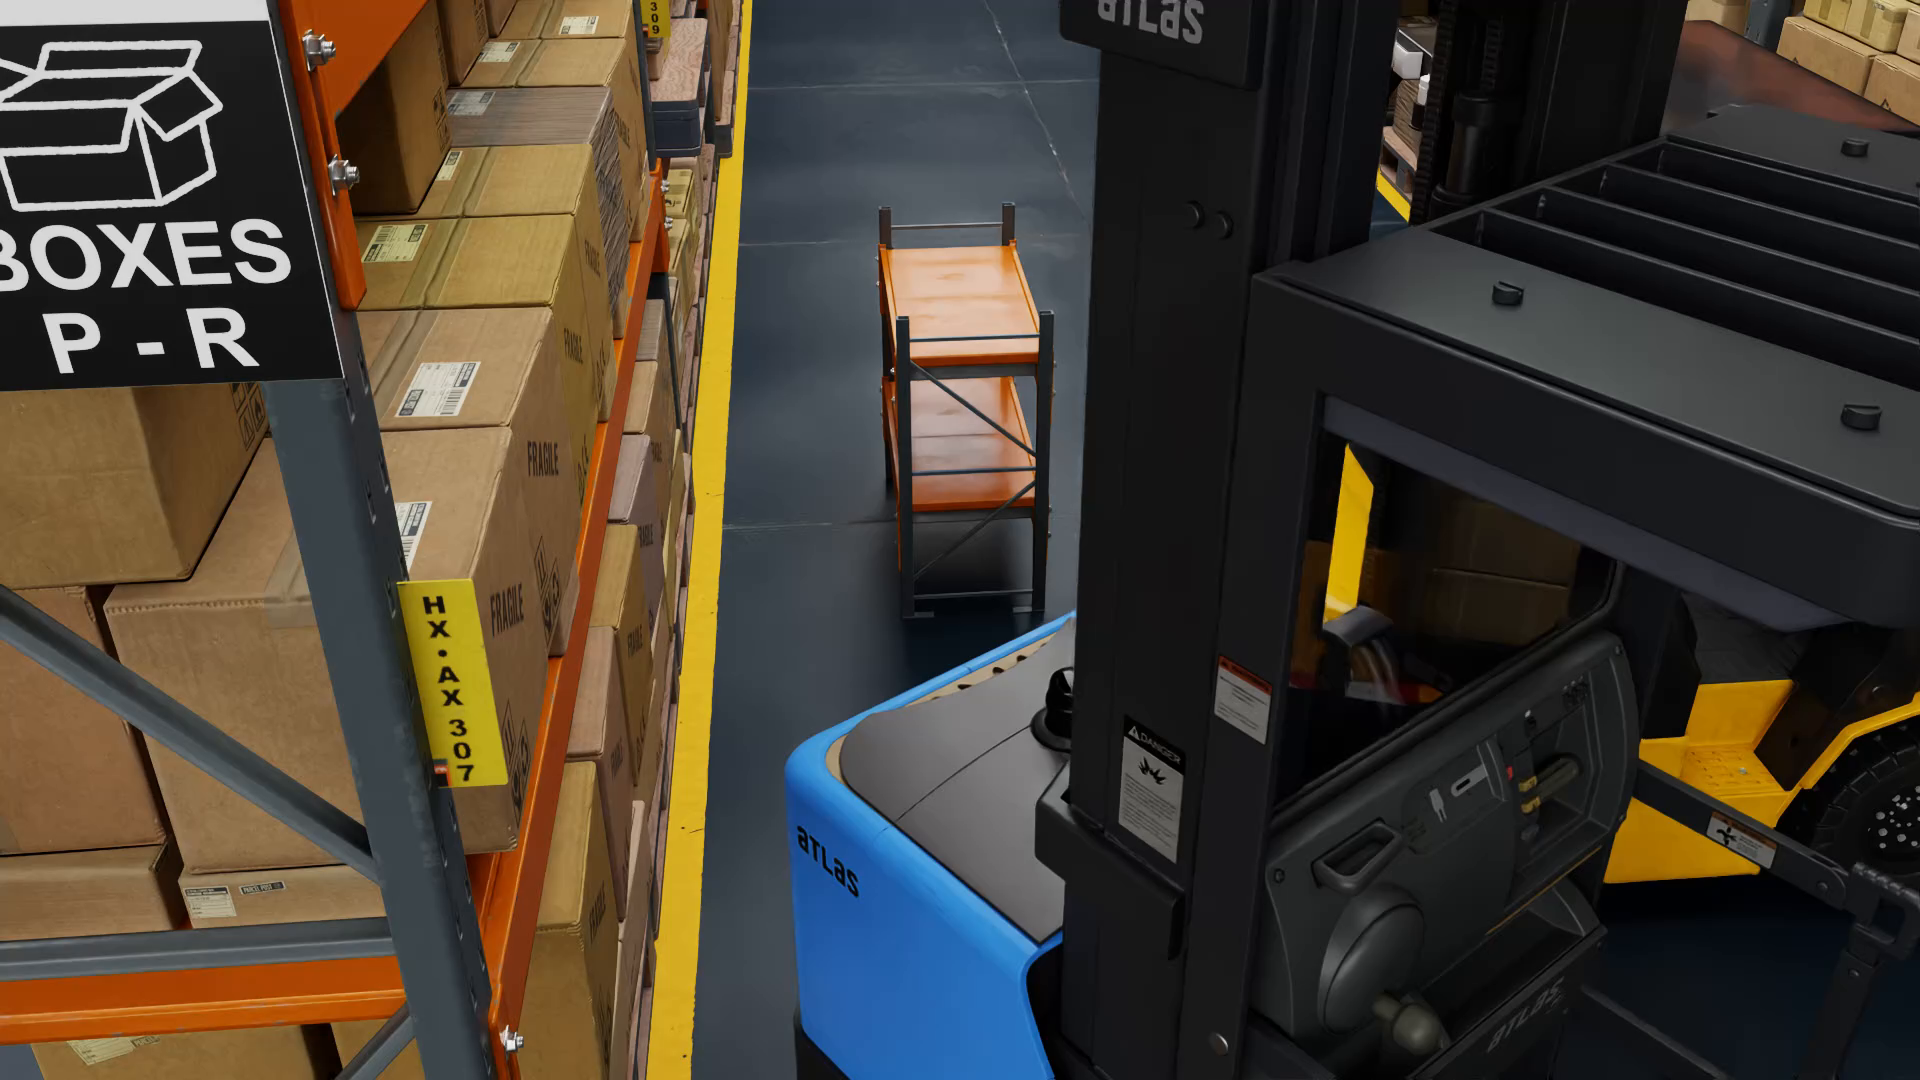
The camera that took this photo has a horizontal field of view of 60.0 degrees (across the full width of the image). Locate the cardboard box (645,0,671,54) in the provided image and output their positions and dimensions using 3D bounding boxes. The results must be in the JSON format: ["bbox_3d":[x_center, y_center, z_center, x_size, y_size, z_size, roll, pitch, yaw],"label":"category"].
[{"bbox_3d":[-1.332,-2.057,5.972,0.500,0.500,0.500,-2,31,-3],"label":"cardboard box"}]

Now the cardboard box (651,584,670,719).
[{"bbox_3d":[-1.148,0.367,4.982,0.500,0.250,0.500,-2,31,-4],"label":"cardboard box"}]

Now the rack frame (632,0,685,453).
[{"bbox_3d":[-1.574,-1.453,5.758,1.000,3.000,0.127,-3,31,-5],"label":"rack frame"}]

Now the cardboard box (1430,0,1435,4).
[{"bbox_3d":[3.208,-3.322,10.915,0.500,0.500,0.500,-3,31,-4],"label":"cardboard box"}]

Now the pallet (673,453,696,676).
[{"bbox_3d":[-1.476,0.085,5.902,1.003,0.211,1.213,-3,31,-5],"label":"pallet"}]

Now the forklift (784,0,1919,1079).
[{"bbox_3d":[0.947,0.519,2.523,1.130,2.935,3.031,-23,38,-33],"label":"forklift"}]

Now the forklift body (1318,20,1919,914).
[{"bbox_3d":[1.748,-0.167,4.432,2.313,2.155,1.214,-3,31,-5],"label":"forklift body"}]

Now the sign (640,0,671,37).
[{"bbox_3d":[-1.034,-1.855,5.586,0.100,0.325,0.005,-3,31,-5],"label":"sign"}]

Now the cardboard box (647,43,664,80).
[{"bbox_3d":[-1.311,-1.823,6.212,0.380,0.149,0.250,-2,31,-4],"label":"cardboard box"}]

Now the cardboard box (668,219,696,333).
[{"bbox_3d":[-1.696,-1.140,7.386,0.950,0.372,0.625,-1,31,-1],"label":"cardboard box"}]

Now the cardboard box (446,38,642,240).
[{"bbox_3d":[-1.230,-1.146,4.857,0.500,0.500,0.500,-2,31,-3],"label":"cardboard box"}]

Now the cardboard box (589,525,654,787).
[{"bbox_3d":[-1.095,0.307,4.352,0.500,0.500,0.500,-2,31,-4],"label":"cardboard box"}]

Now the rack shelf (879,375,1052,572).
[{"bbox_3d":[-0.001,-0.276,6.093,0.538,0.278,1.000,-3,31,-5],"label":"rack shelf"}]

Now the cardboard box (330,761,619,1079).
[{"bbox_3d":[-1.003,0.830,3.476,0.500,0.500,0.500,-4,31,-6],"label":"cardboard box"}]

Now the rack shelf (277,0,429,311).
[{"bbox_3d":[-1.387,-1.411,3.464,1.077,0.370,4.000,-3,31,-5],"label":"rack shelf"}]

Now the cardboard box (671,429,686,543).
[{"bbox_3d":[-1.251,-0.164,5.871,0.500,0.250,0.500,-1,31,-2],"label":"cardboard box"}]

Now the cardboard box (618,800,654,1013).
[{"bbox_3d":[-1.040,0.903,4.085,0.500,0.250,0.500,-2,31,-3],"label":"cardboard box"}]

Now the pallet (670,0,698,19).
[{"bbox_3d":[-1.722,-2.404,7.537,1.003,0.211,1.213,-3,31,-5],"label":"pallet"}]

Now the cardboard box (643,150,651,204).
[{"bbox_3d":[-1.240,-1.196,5.572,0.380,0.149,0.250,-3,31,-5],"label":"cardboard box"}]

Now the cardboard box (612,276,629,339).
[{"bbox_3d":[-1.142,-0.677,4.704,0.380,0.149,0.250,-3,31,-5],"label":"cardboard box"}]

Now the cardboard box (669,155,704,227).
[{"bbox_3d":[-1.828,-1.882,8.629,0.950,0.372,0.625,-3,31,-6],"label":"cardboard box"}]

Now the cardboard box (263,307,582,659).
[{"bbox_3d":[-1.020,-0.101,3.107,0.500,0.500,0.500,-2,31,-3],"label":"cardboard box"}]

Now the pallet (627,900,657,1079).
[{"bbox_3d":[-1.248,1.331,3.816,1.003,0.211,1.213,-3,31,-5],"label":"pallet"}]

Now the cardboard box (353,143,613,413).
[{"bbox_3d":[-1.124,-0.620,3.976,0.500,0.500,0.500,-3,31,-6],"label":"cardboard box"}]

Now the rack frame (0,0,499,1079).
[{"bbox_3d":[-1.197,0.589,2.339,0.949,2.616,0.053,-3,31,-5],"label":"rack frame"}]

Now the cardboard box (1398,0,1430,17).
[{"bbox_3d":[2.696,-3.361,10.347,0.380,0.149,0.250,-4,31,-7],"label":"cardboard box"}]

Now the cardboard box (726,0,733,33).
[{"bbox_3d":[-2.092,-4.032,11.738,0.875,0.875,0.875,-2,31,-3],"label":"cardboard box"}]

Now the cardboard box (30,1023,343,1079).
[{"bbox_3d":[-1.535,0.871,3.408,0.500,0.500,0.500,-3,31,-4],"label":"cardboard box"}]

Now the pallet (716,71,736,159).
[{"bbox_3d":[-1.946,-2.704,10.572,1.003,0.211,1.213,-3,31,-5],"label":"pallet"}]

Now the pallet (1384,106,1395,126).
[{"bbox_3d":[2.962,-2.921,10.934,1.003,0.211,1.213,-3,31,-5],"label":"pallet"}]

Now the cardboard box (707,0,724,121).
[{"bbox_3d":[-1.929,-3.120,10.211,0.875,0.875,0.875,-3,31,-5],"label":"cardboard box"}]

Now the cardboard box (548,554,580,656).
[{"bbox_3d":[-0.985,0.114,3.379,0.380,0.149,0.250,-2,31,-4],"label":"cardboard box"}]

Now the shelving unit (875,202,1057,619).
[{"bbox_3d":[-0.001,-0.486,5.967,0.538,1.125,1.048,-3,31,-5],"label":"shelving unit"}]

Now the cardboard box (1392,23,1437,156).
[{"bbox_3d":[3.039,-2.577,9.545,0.875,0.625,0.625,-2,31,-3],"label":"cardboard box"}]

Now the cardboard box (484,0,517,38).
[{"bbox_3d":[-1.749,-1.818,5.006,0.700,0.500,0.500,-3,31,-5],"label":"cardboard box"}]

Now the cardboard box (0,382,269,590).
[{"bbox_3d":[-1.465,-0.261,2.400,0.700,0.500,0.500,-3,31,-6],"label":"cardboard box"}]

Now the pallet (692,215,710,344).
[{"bbox_3d":[-1.765,-1.278,8.183,1.003,0.211,1.213,-3,31,-5],"label":"pallet"}]

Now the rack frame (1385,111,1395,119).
[{"bbox_3d":[2.994,-3.735,9.578,1.000,3.000,0.127,-3,31,-5],"label":"rack frame"}]

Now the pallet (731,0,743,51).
[{"bbox_3d":[-2.174,-3.950,12.657,1.003,0.211,1.213,-3,31,-5],"label":"pallet"}]

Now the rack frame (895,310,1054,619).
[{"bbox_3d":[0.047,-0.227,5.533,0.500,1.125,0.032,-3,31,-5],"label":"rack frame"}]

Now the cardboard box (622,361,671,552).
[{"bbox_3d":[-1.202,-0.226,5.244,0.500,0.500,0.500,-2,31,-4],"label":"cardboard box"}]

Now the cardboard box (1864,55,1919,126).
[{"bbox_3d":[3.214,-1.232,5.289,0.500,0.500,0.500,-2,31,-4],"label":"cardboard box"}]

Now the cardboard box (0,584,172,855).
[{"bbox_3d":[-1.525,0.154,2.679,0.500,0.500,0.500,-3,31,-5],"label":"cardboard box"}]

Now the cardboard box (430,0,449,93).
[{"bbox_3d":[-1.703,-1.299,4.136,0.700,0.500,0.500,-3,31,-6],"label":"cardboard box"}]

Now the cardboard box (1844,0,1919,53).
[{"bbox_3d":[3.161,-1.707,5.452,0.380,0.149,0.250,-2,31,-3],"label":"cardboard box"}]
